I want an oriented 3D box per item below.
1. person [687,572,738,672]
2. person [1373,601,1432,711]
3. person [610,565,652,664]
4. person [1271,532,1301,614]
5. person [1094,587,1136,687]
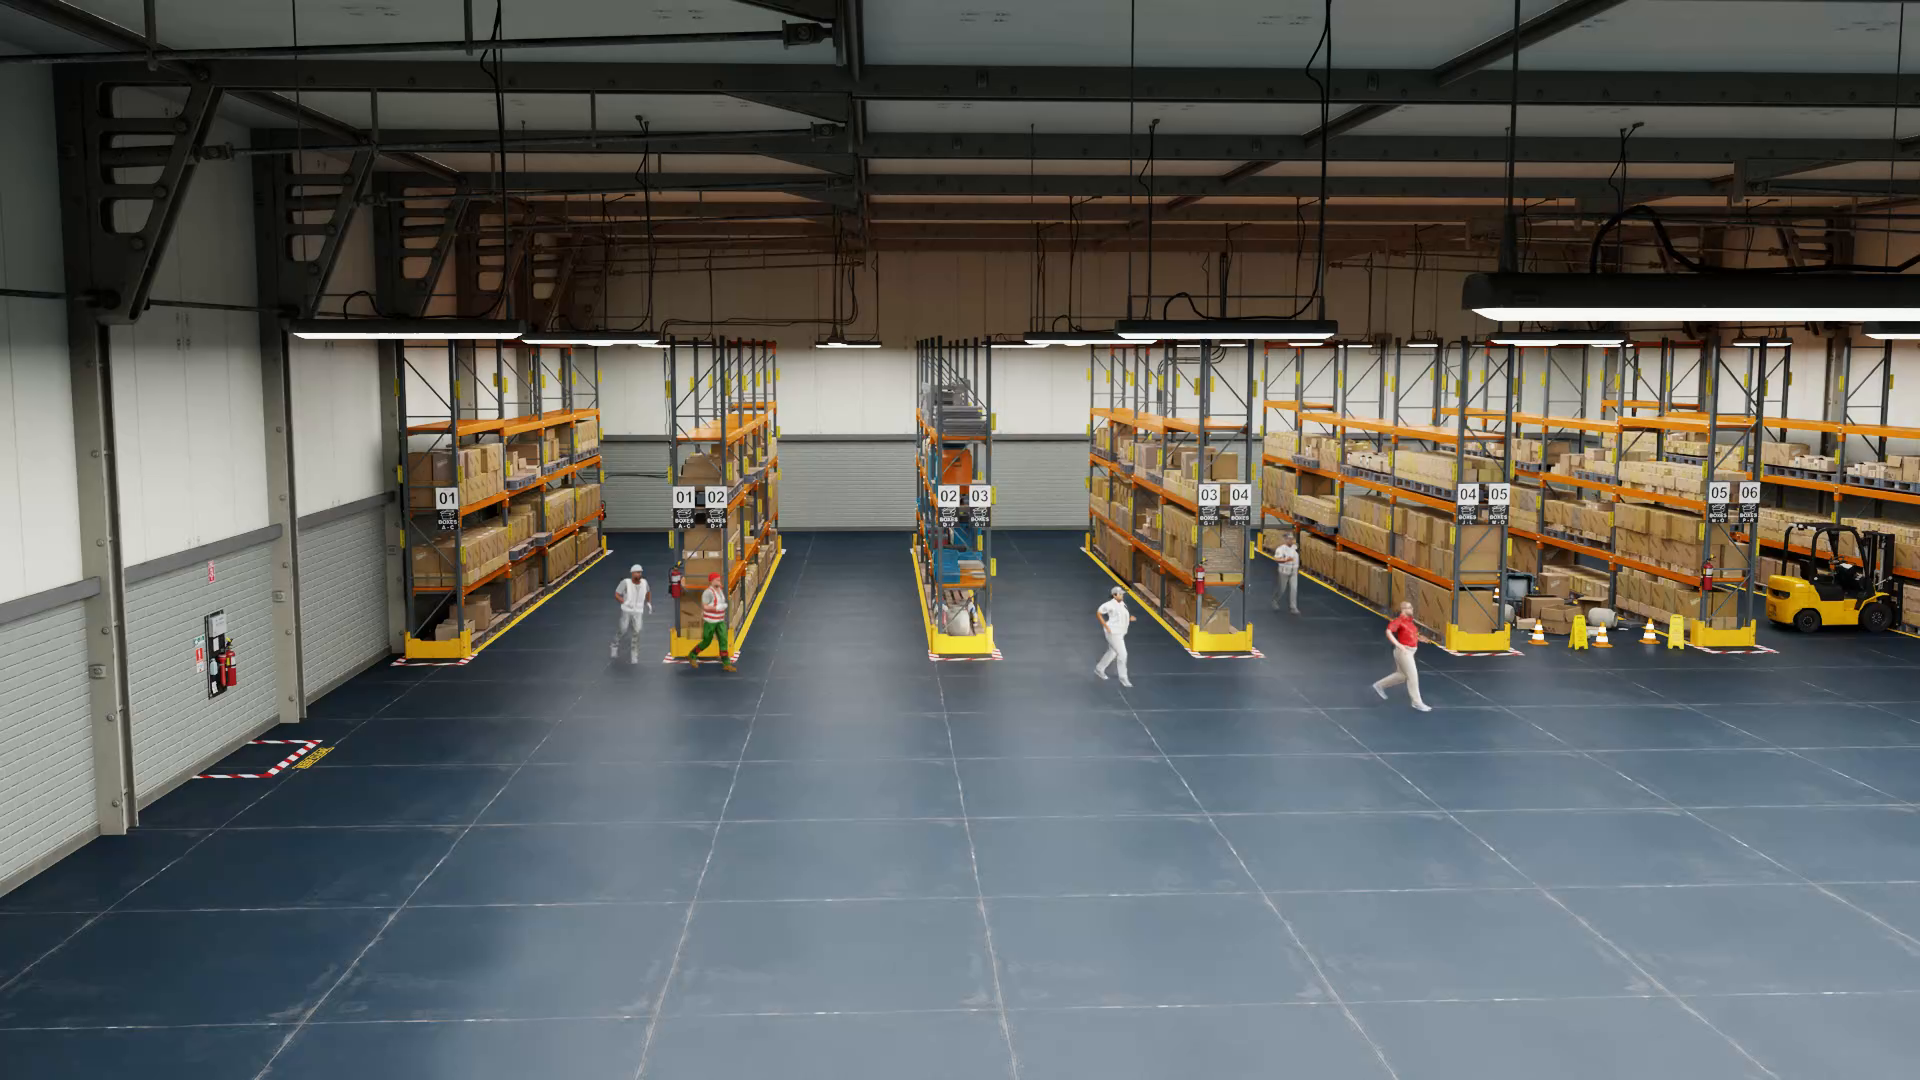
[{"bbox_3d":[-4.390,1.439,29.572,1.024,1.763,0.690,4,7,28],"label":"person"},{"bbox_3d":[7.110,1.846,26.692,0.966,1.738,0.663,3,7,26],"label":"person"},{"bbox_3d":[-6.021,1.340,30.746,0.752,1.781,0.909,-4,8,-31],"label":"person"},{"bbox_3d":[7.125,0.696,36.204,0.673,1.754,0.994,-2,7,-17],"label":"person"},{"bbox_3d":[2.667,1.653,28.644,0.788,1.721,0.584,4,7,30],"label":"person"}]
